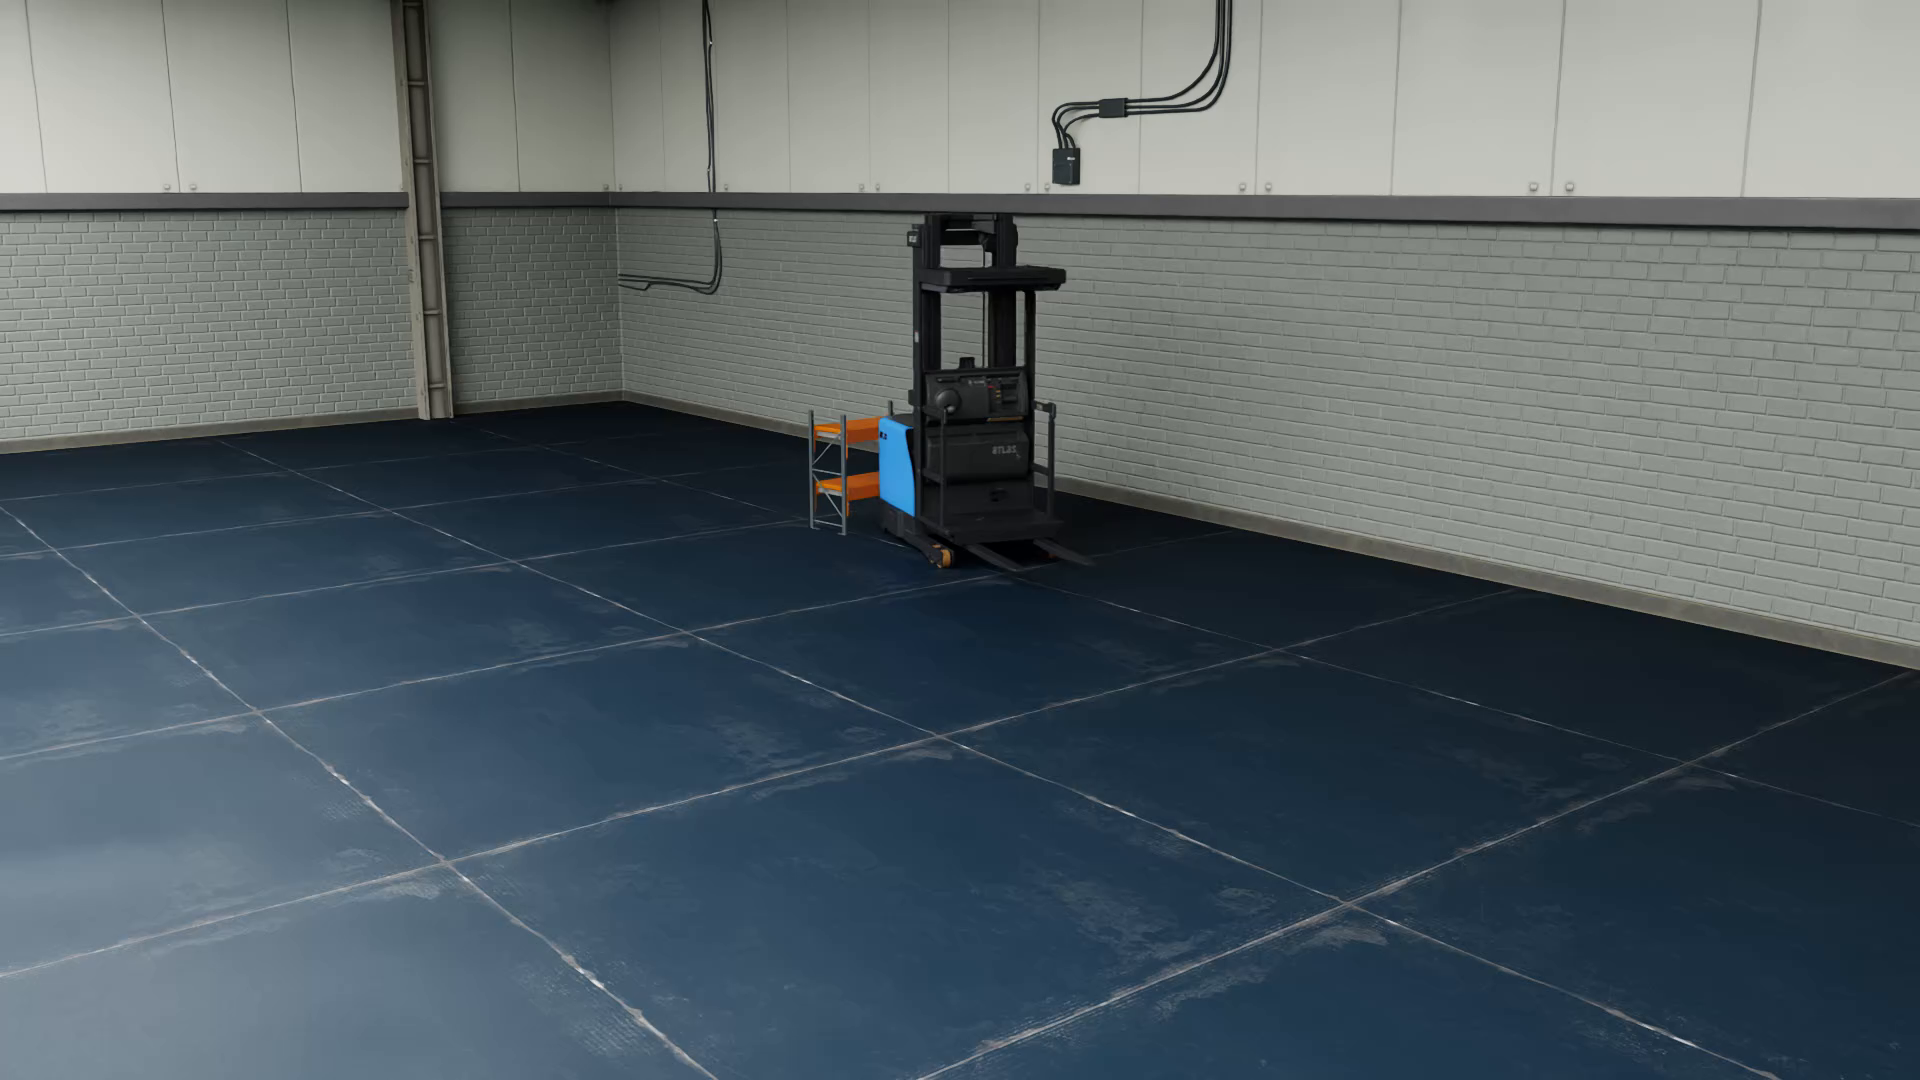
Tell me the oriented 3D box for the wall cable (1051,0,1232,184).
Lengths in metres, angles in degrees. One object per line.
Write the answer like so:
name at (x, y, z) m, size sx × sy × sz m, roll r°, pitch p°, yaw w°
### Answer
wall cable at (1.693, -6.408, 15.577) m, size 0.169 × 6.003 × 2.305 m, roll -9°, pitch 15°, yaw -38°

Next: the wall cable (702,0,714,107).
wall cable at (-2.536, -6.799, 20.923) m, size 0.112 × 2.526 × 3.097 m, roll -9°, pitch 15°, yaw -38°

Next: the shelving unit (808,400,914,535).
shelving unit at (-0.875, -0.706, 15.867) m, size 0.538 × 1.125 × 1.048 m, roll 12°, pitch 17°, yaw 43°

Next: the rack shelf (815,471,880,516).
rack shelf at (-0.875, -0.467, 15.918) m, size 0.538 × 0.278 × 1.000 m, roll 12°, pitch 17°, yaw 43°

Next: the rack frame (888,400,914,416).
rack frame at (-0.519, -0.781, 16.221) m, size 0.500 × 1.125 × 0.032 m, roll 12°, pitch 17°, yaw 43°

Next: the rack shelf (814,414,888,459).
rack shelf at (-0.875, -0.992, 15.806) m, size 0.538 × 0.278 × 1.000 m, roll 12°, pitch 17°, yaw 43°

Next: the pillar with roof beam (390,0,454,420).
pillar with roof beam at (-4.663, -5.421, 19.113) m, size 0.400 × 9.000 × 9.100 m, roll -9°, pitch 15°, yaw -38°

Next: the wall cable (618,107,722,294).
wall cable at (-4.226, -4.768, 23.514) m, size 0.112 × 2.526 × 3.097 m, roll -9°, pitch 15°, yaw -38°

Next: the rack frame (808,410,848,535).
rack frame at (-1.232, -0.631, 15.513) m, size 0.500 × 1.125 × 0.032 m, roll 12°, pitch 17°, yaw 43°

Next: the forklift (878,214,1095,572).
forklift at (0.227, -1.288, 14.261) m, size 1.130 × 2.935 × 3.031 m, roll -5°, pitch 13°, yaw -20°
